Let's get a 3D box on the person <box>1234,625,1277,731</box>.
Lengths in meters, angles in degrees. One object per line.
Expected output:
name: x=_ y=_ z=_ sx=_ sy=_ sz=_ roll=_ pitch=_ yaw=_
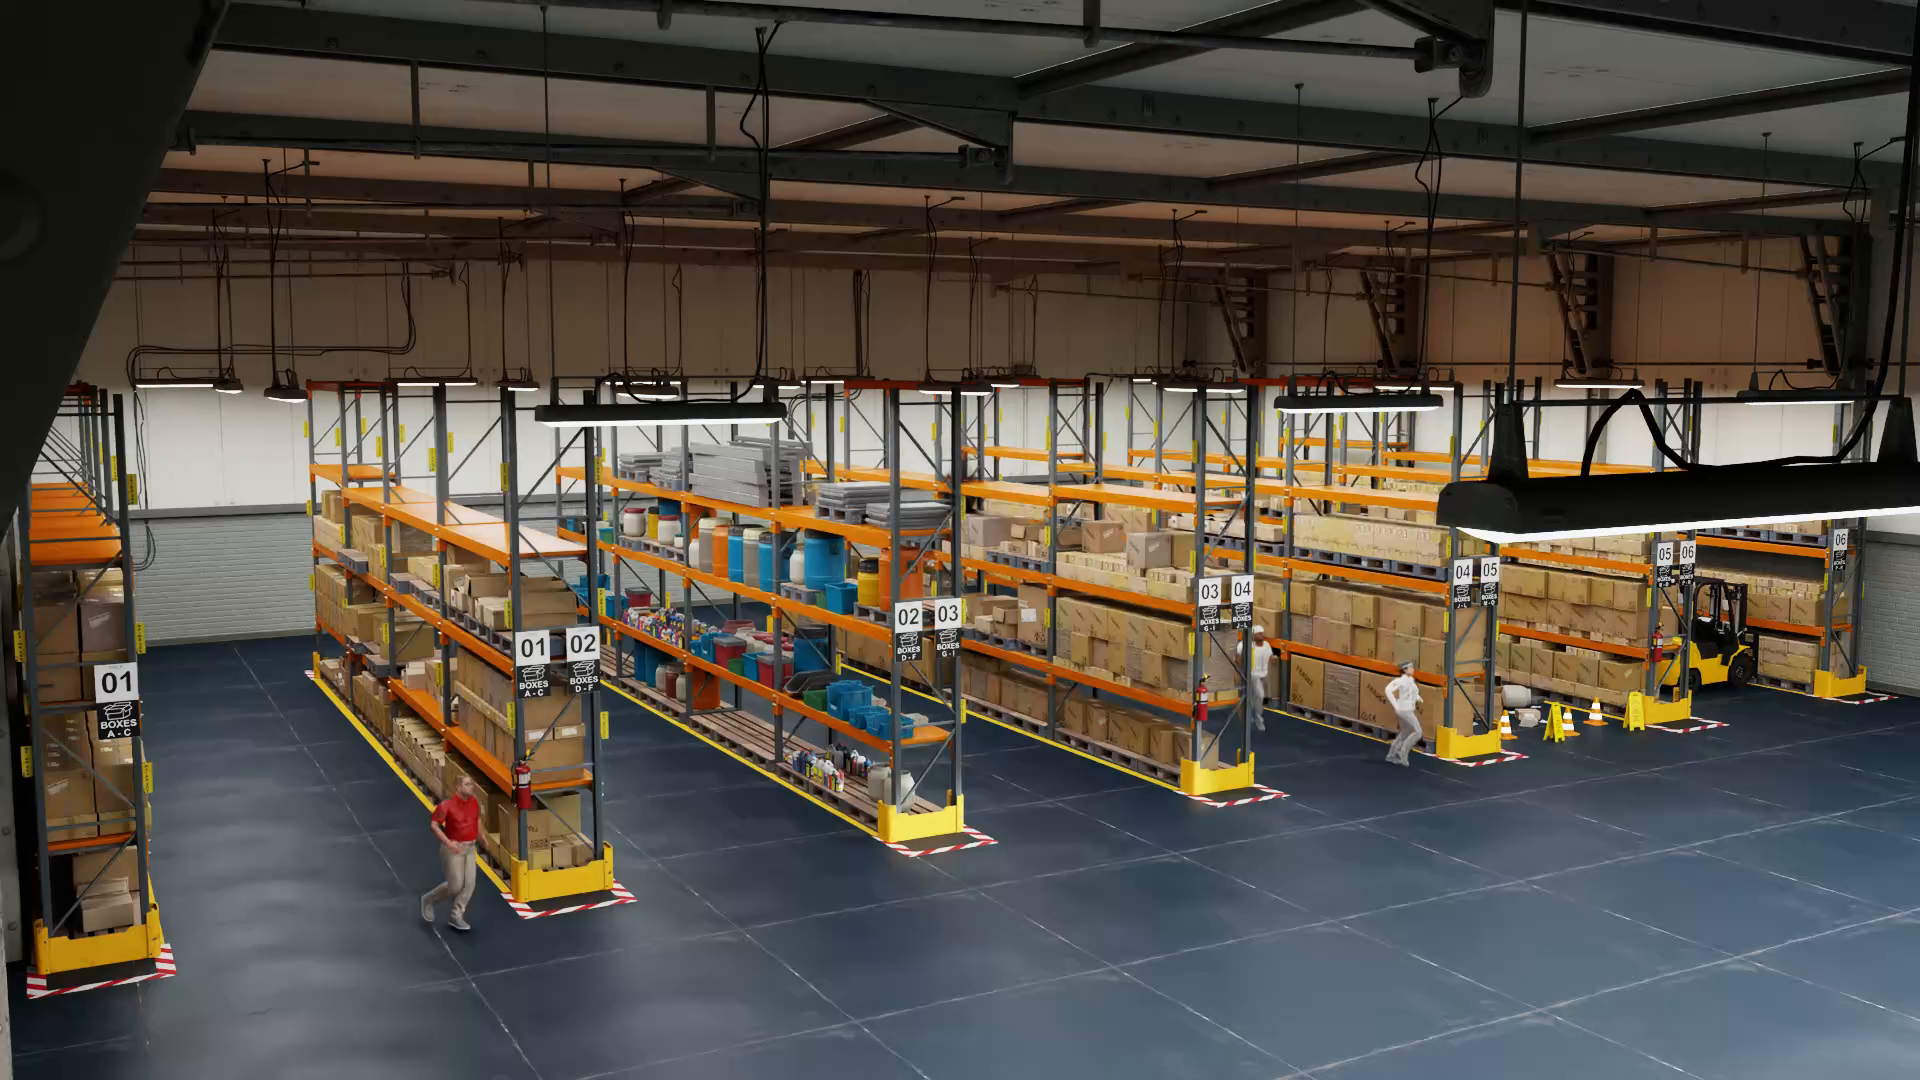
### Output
person: x=5.163 y=2.380 z=28.980 sx=0.681 sy=1.819 sz=0.786 roll=-4 pitch=7 yaw=-34

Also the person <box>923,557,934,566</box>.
person: x=-0.885 y=1.138 z=41.109 sx=0.743 sy=1.684 sz=0.571 roll=4 pitch=7 yaw=31

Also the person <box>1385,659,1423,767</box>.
person: x=7.054 y=2.718 z=26.265 sx=0.583 sy=1.691 sz=0.615 roll=3 pitch=7 yaw=28

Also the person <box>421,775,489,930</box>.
person: x=-5.662 y=3.504 z=18.828 sx=0.620 sy=1.681 sz=0.731 roll=3 pitch=7 yaw=28
